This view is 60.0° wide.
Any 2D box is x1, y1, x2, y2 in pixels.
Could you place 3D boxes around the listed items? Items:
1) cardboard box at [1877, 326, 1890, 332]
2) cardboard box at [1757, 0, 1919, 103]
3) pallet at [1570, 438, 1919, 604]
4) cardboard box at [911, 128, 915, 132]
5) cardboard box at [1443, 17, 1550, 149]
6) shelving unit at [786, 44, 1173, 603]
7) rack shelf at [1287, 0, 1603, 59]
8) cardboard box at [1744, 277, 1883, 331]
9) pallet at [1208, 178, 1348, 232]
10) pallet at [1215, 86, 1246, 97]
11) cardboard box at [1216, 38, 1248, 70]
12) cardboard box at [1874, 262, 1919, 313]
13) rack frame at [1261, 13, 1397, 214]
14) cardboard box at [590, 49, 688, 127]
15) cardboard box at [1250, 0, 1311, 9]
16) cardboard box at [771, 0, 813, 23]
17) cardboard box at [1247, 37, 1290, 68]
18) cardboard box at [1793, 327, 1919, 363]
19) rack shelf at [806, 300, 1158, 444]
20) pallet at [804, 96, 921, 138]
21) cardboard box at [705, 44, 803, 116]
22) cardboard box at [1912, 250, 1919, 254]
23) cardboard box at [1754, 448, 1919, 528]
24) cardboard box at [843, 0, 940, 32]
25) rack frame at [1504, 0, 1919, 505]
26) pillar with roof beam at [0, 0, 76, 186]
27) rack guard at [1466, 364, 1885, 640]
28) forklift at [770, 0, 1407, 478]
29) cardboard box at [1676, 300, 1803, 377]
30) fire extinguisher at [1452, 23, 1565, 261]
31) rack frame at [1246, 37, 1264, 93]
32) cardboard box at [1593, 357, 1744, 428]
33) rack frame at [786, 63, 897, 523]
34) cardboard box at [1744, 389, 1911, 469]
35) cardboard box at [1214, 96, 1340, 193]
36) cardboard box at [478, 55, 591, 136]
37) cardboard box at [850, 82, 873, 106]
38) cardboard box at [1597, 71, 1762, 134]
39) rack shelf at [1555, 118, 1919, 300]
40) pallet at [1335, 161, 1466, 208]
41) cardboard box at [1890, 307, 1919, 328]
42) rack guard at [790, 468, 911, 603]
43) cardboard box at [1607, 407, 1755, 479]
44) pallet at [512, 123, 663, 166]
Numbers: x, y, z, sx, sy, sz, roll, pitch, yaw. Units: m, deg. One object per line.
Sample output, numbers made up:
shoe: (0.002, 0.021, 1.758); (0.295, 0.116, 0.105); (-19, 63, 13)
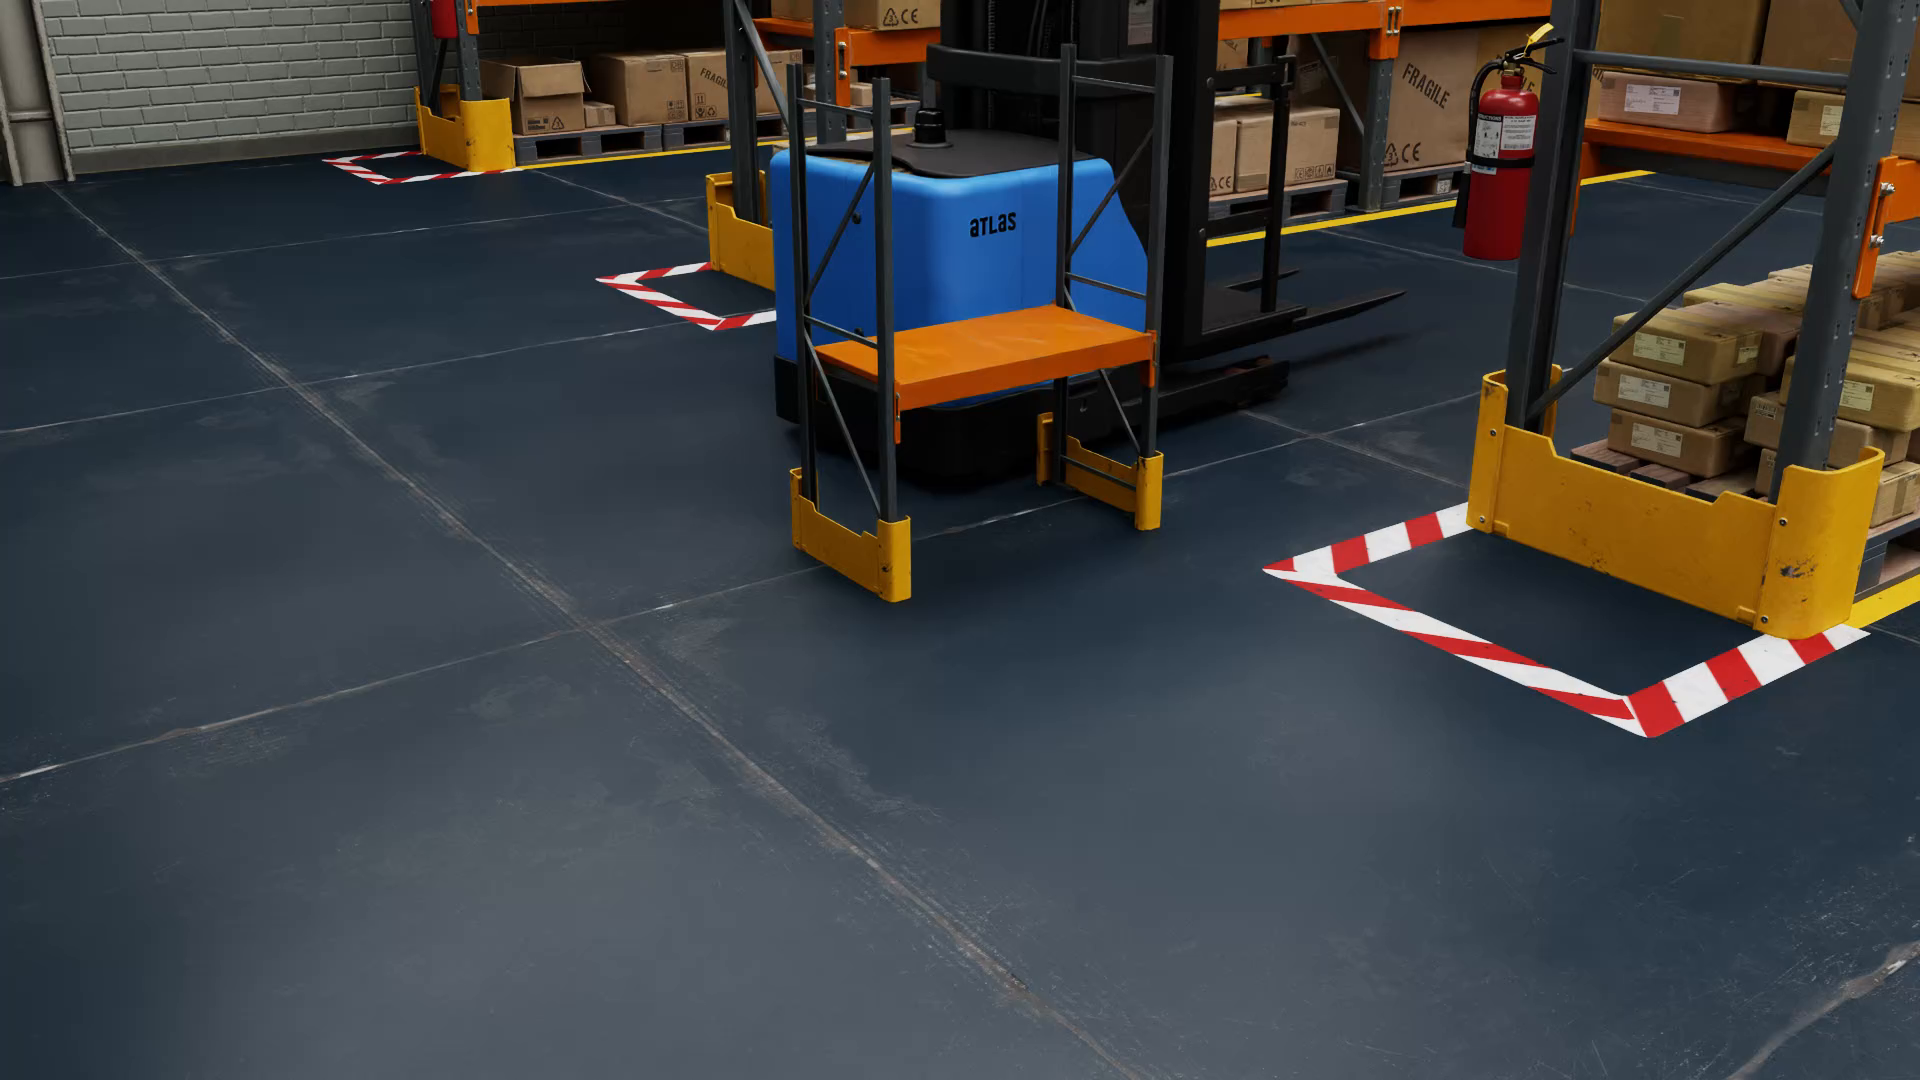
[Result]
cardboard box: (3.172, -0.735, 6.070); (0.250, 0.149, 0.380); (-14, 26, -32)
cardboard box: (2.603, -1.495, 4.561); (0.500, 0.500, 0.500); (-14, 25, -30)
pallet: (2.819, -0.183, 5.571); (1.213, 0.211, 1.003); (-15, 26, -33)
cardboard box: (0.319, -2.143, 9.609); (0.875, 0.438, 0.875); (-14, 26, -31)
cardboard box: (3.536, -3.194, 11.654); (0.875, 0.875, 0.875); (-14, 26, -31)
shelving unit: (0.062, -0.713, 5.160); (1.083, 1.500, 0.587); (-15, 26, -33)
rack shelf: (3.975, -3.729, 11.664); (4.000, 0.370, 1.077); (-15, 26, -33)
cardboard box: (2.980, -0.803, 5.839); (0.250, 0.149, 0.380); (-16, 27, -35)
pallet: (1.688, -2.194, 10.609); (1.213, 0.211, 1.003); (-15, 26, -33)
pallet: (2.068, -4.543, 16.496); (1.213, 0.211, 1.003); (-15, 26, -33)
cardboard box: (2.478, -4.866, 16.350); (0.500, 0.500, 0.500); (-14, 26, -31)
cardboard box: (3.444, -0.902, 6.086); (0.250, 0.149, 0.380); (-16, 27, -35)
rack frame: (2.351, -3.630, 10.446); (0.127, 3.000, 1.000); (-15, 26, -33)
cardboard box: (-2.529, -3.568, 13.097); (0.500, 0.500, 0.700); (-14, 26, -31)
cardboard box: (1.709, -3.386, 9.700); (0.500, 0.500, 0.500); (-16, 27, -34)
cardboard box: (-0.659, -2.995, 8.719); (0.500, 0.500, 0.500); (-15, 26, -33)
cardboard box: (3.210, -5.211, 17.046); (0.625, 0.625, 0.875); (-14, 26, -31)
cardboard box: (2.854, -0.551, 5.208); (0.250, 0.149, 0.380); (-14, 26, -32)
rack shelf: (0.069, -0.548, 5.231); (1.000, 0.185, 0.538); (-15, 26, -33)
pallet: (-1.109, -3.679, 14.331); (1.213, 0.211, 1.003); (-15, 26, -33)
cardboard box: (-1.687, -3.793, 13.660); (0.500, 0.500, 0.700); (-16, 27, -35)
cardboard box: (3.863, -1.009, 6.354); (0.250, 0.149, 0.380); (-16, 27, -35)
cardboard box: (2.689, -0.185, 5.092); (0.250, 0.149, 0.380); (-14, 26, -32)
cardboard box: (-0.339, -2.828, 8.302); (0.500, 0.500, 0.500); (-15, 26, -33)
rack frame: (2.077, -1.297, 4.599); (0.127, 3.000, 1.000); (-15, 26, -33)
pillar with roof beam: (-3.999, -5.435, 6.876); (0.400, 9.000, 9.100); (-15, 26, -33)
rack guard: (2.139, -0.152, 5.103); (0.348, 0.500, 1.175); (-15, 26, -33)
forklift: (0.720, -2.021, 6.507); (3.031, 2.935, 1.130); (-19, 28, -39)
cardboard box: (2.596, -0.672, 5.510); (0.250, 0.149, 0.380); (-14, 26, -32)
fire extinguisher: (1.603, -1.172, 4.894); (0.183, 0.674, 0.296); (-15, 26, -33)
rack frame: (2.696, -5.988, 16.356); (0.127, 3.000, 1.000); (-15, 26, -33)
cardboard box: (2.339, -0.506, 5.496); (0.250, 0.149, 0.380); (-16, 27, -34)
rack frame: (-0.343, -0.605, 4.889); (0.032, 1.500, 0.500); (-15, 26, -33)
cardboard box: (2.652, -0.342, 5.085); (0.250, 0.149, 0.380); (-14, 26, -31)
cardboard box: (1.779, -2.531, 10.583); (0.875, 0.438, 0.875); (-15, 26, -34)
cardboard box: (-3.246, -3.396, 12.662); (0.637, 0.503, 0.797); (-16, 27, -35)
cardboard box: (-0.832, -3.784, 14.113); (0.250, 0.149, 0.380); (-16, 27, -34)
cardboard box: (2.177, -1.336, 5.036); (0.250, 0.149, 0.380); (-15, 26, -33)
rack shelf: (3.701, -1.396, 5.817); (4.000, 0.370, 1.077); (-15, 26, -33)
pallet: (2.933, -2.525, 11.438); (1.213, 0.211, 1.003); (-15, 26, -33)
cardboard box: (3.287, -0.646, 5.445); (0.250, 0.149, 0.380); (-16, 27, -35)
rack guard: (-0.342, -0.025, 5.121); (0.087, 0.250, 0.587); (-15, 26, -33)
cardboard box: (2.383, -0.344, 5.492); (0.250, 0.149, 0.380); (-14, 26, -32)
pallet: (-3.089, -3.151, 13.008); (1.213, 0.211, 1.003); (-15, 26, -33)
